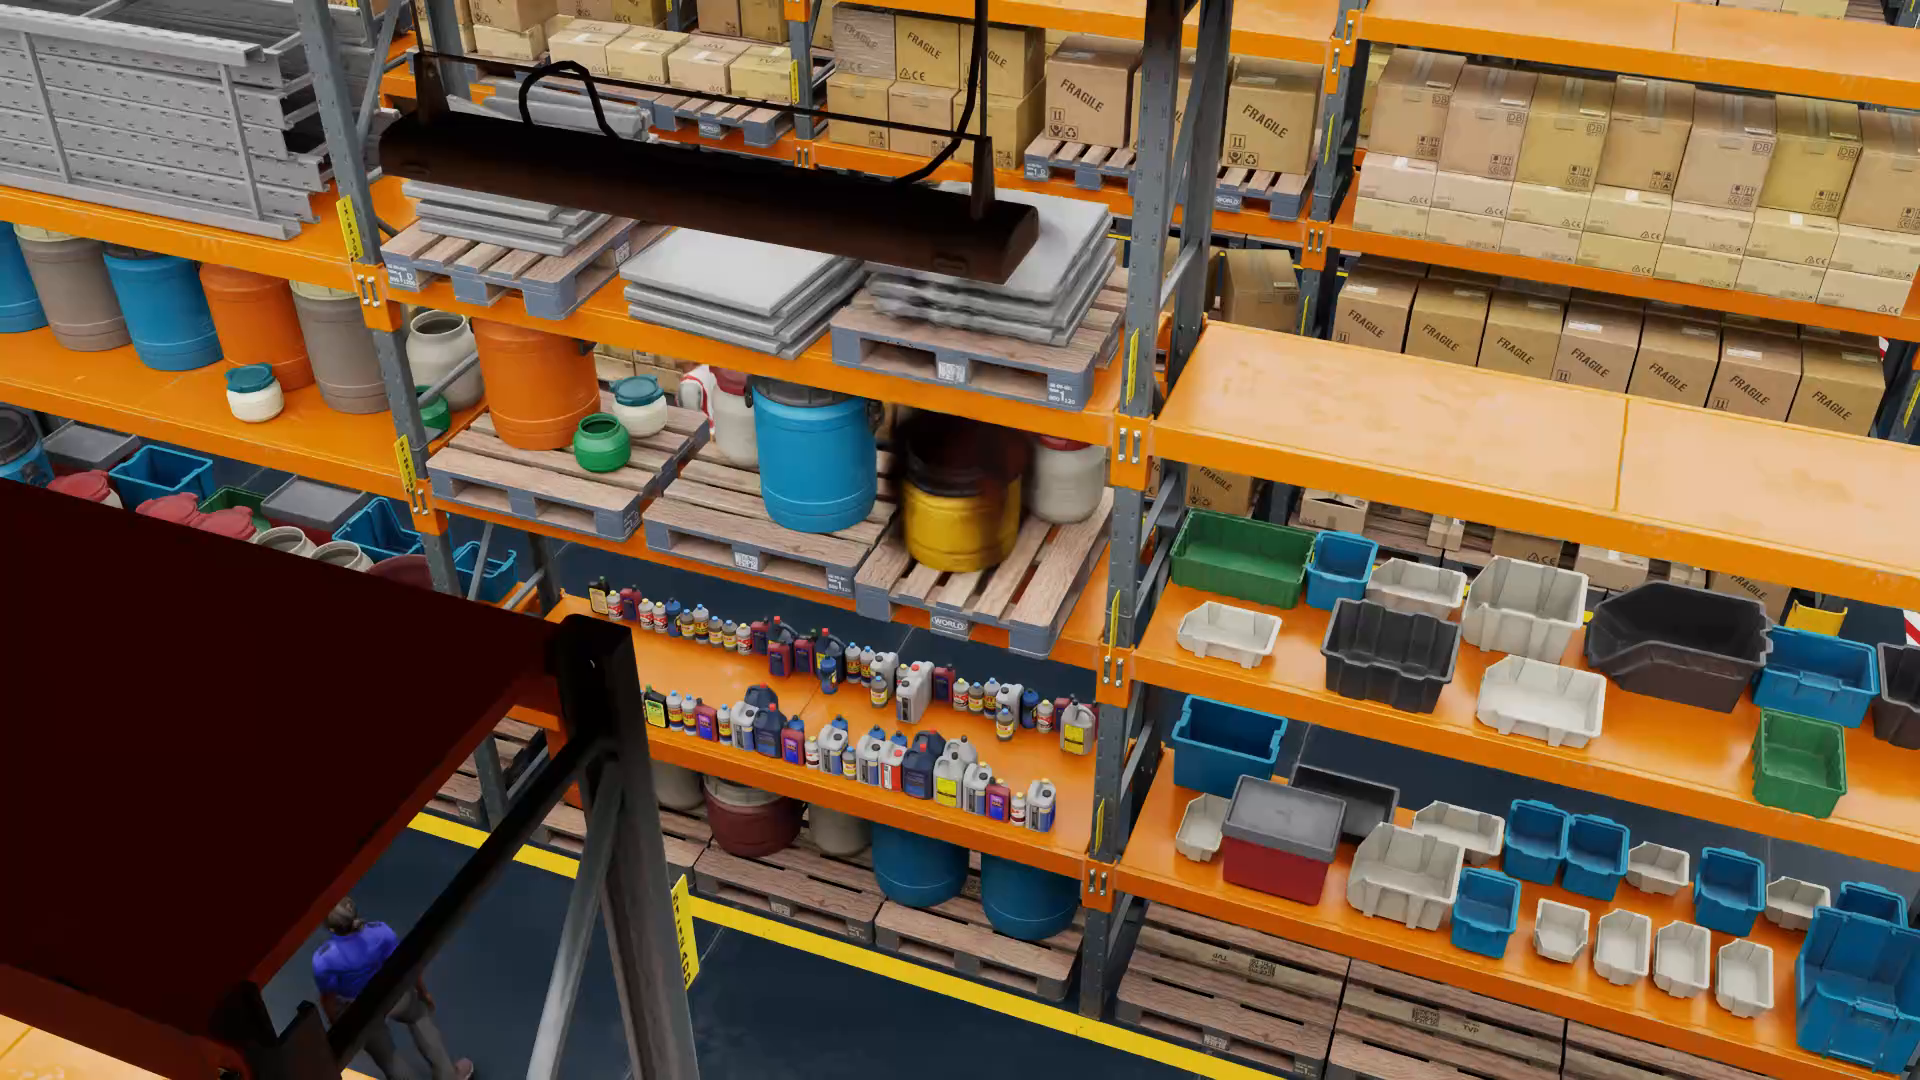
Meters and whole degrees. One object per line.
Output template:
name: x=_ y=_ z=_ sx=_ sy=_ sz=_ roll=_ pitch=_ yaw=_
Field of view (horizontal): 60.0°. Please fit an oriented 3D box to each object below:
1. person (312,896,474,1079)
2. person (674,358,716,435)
person: x=-2.981 y=2.447 z=8.723 sx=0.614 sy=1.676 sz=0.440 roll=-27 pitch=44 yaw=-32
person: x=-1.933 y=-0.780 z=12.935 sx=0.874 sy=1.760 sz=0.665 roll=7 pitch=37 yaw=10
